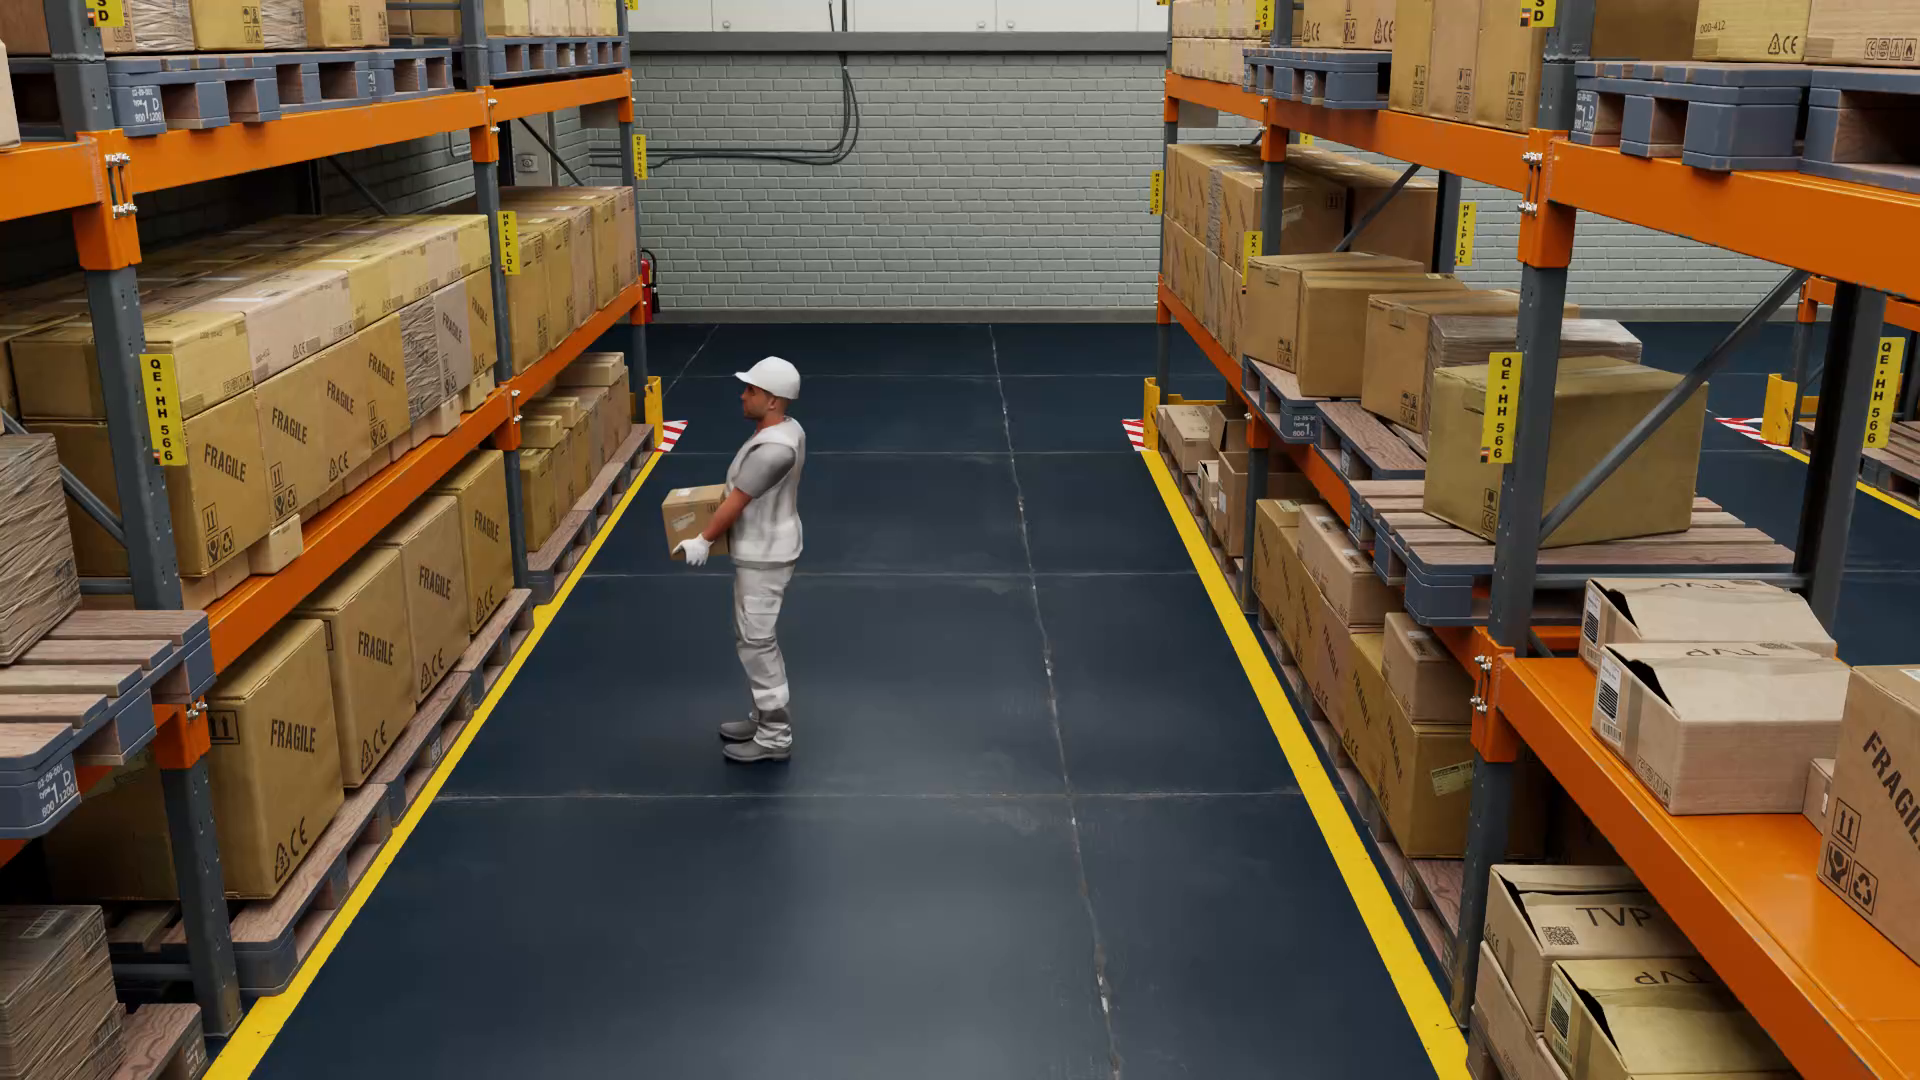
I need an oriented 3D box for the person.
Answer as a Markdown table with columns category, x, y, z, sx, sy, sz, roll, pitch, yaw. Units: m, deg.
| category | x | y | z | sx | sy | sz | roll | pitch | yaw |
| --- | --- | --- | --- | --- | --- | --- | --- | --- | --- |
| person | -0.949 | 0.086 | 7.232 | 0.561 | 1.782 | 0.494 | 0 | 17 | 0 |
